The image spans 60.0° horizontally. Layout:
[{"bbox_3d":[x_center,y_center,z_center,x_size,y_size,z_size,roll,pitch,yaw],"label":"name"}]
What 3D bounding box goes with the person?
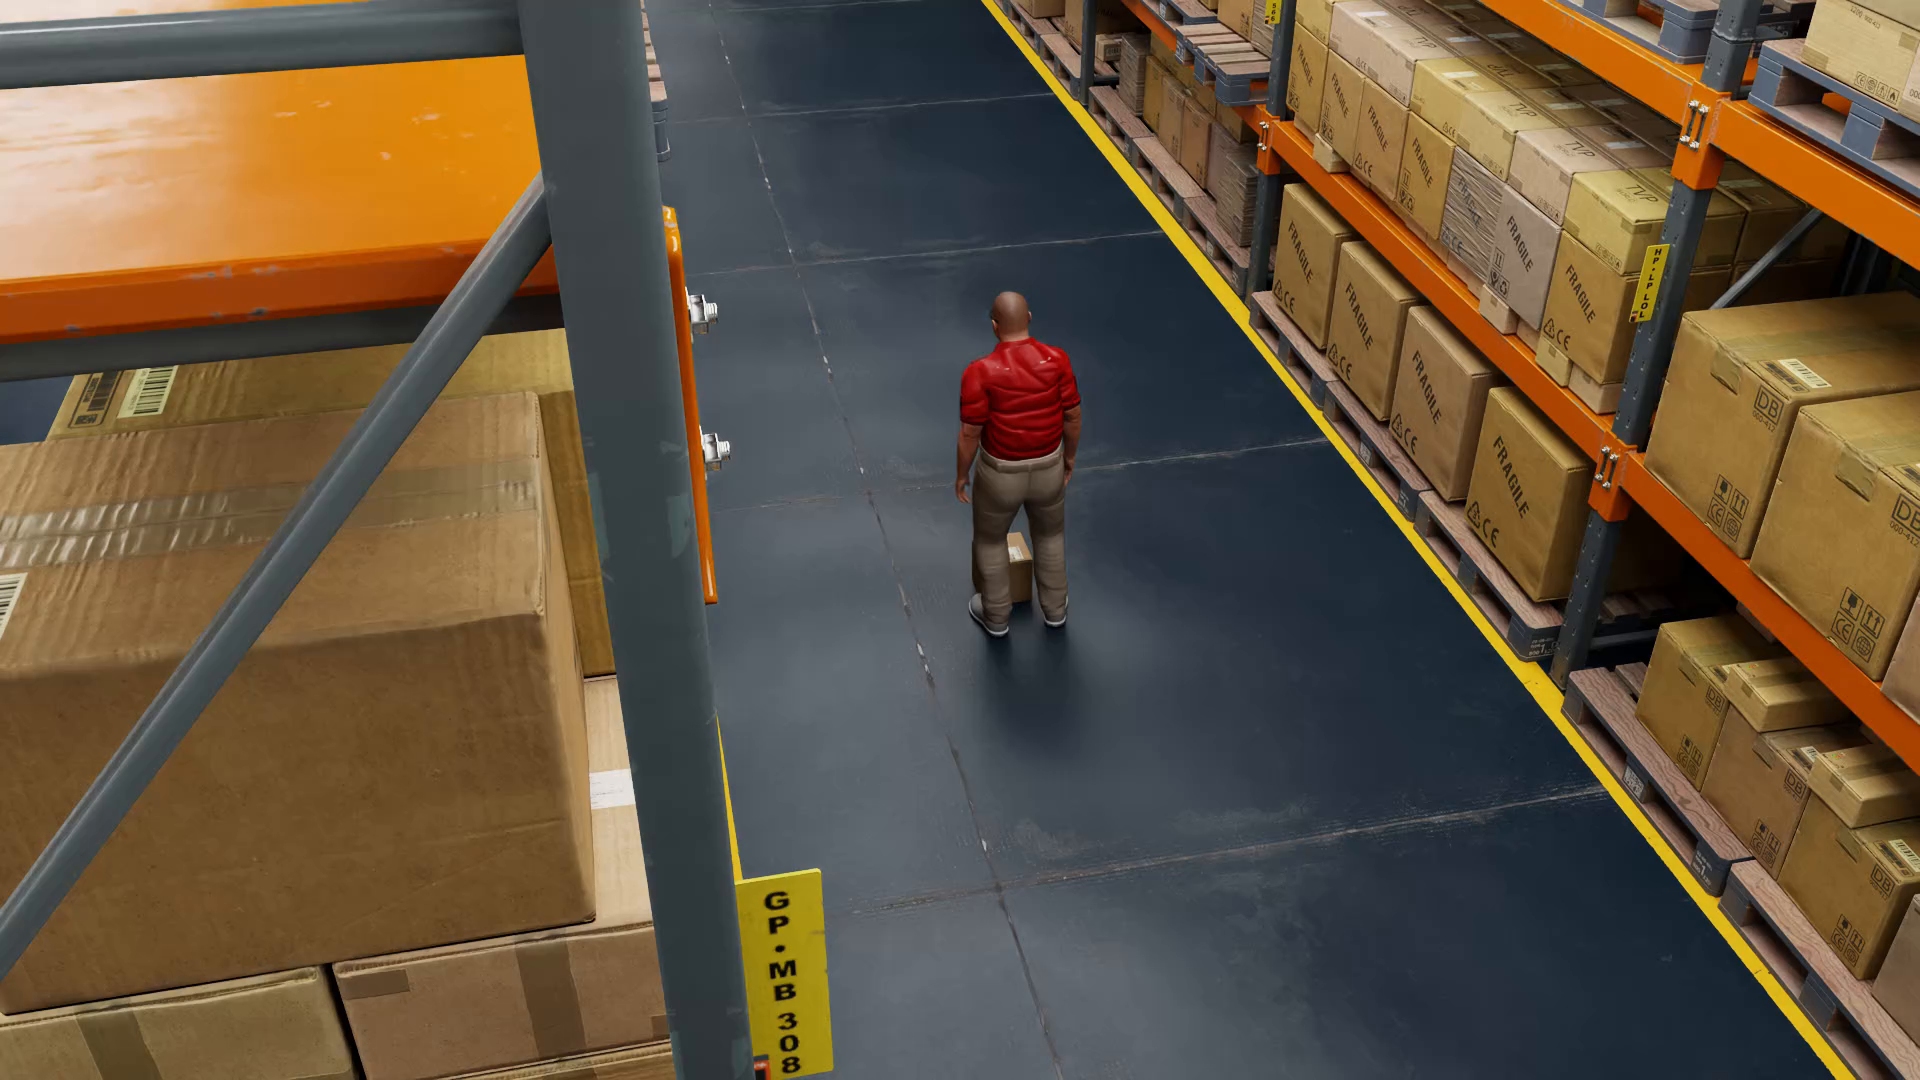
[{"bbox_3d":[0.265,-0.327,7.637,0.605,1.726,0.393,-9,35,-13],"label":"person"}]
